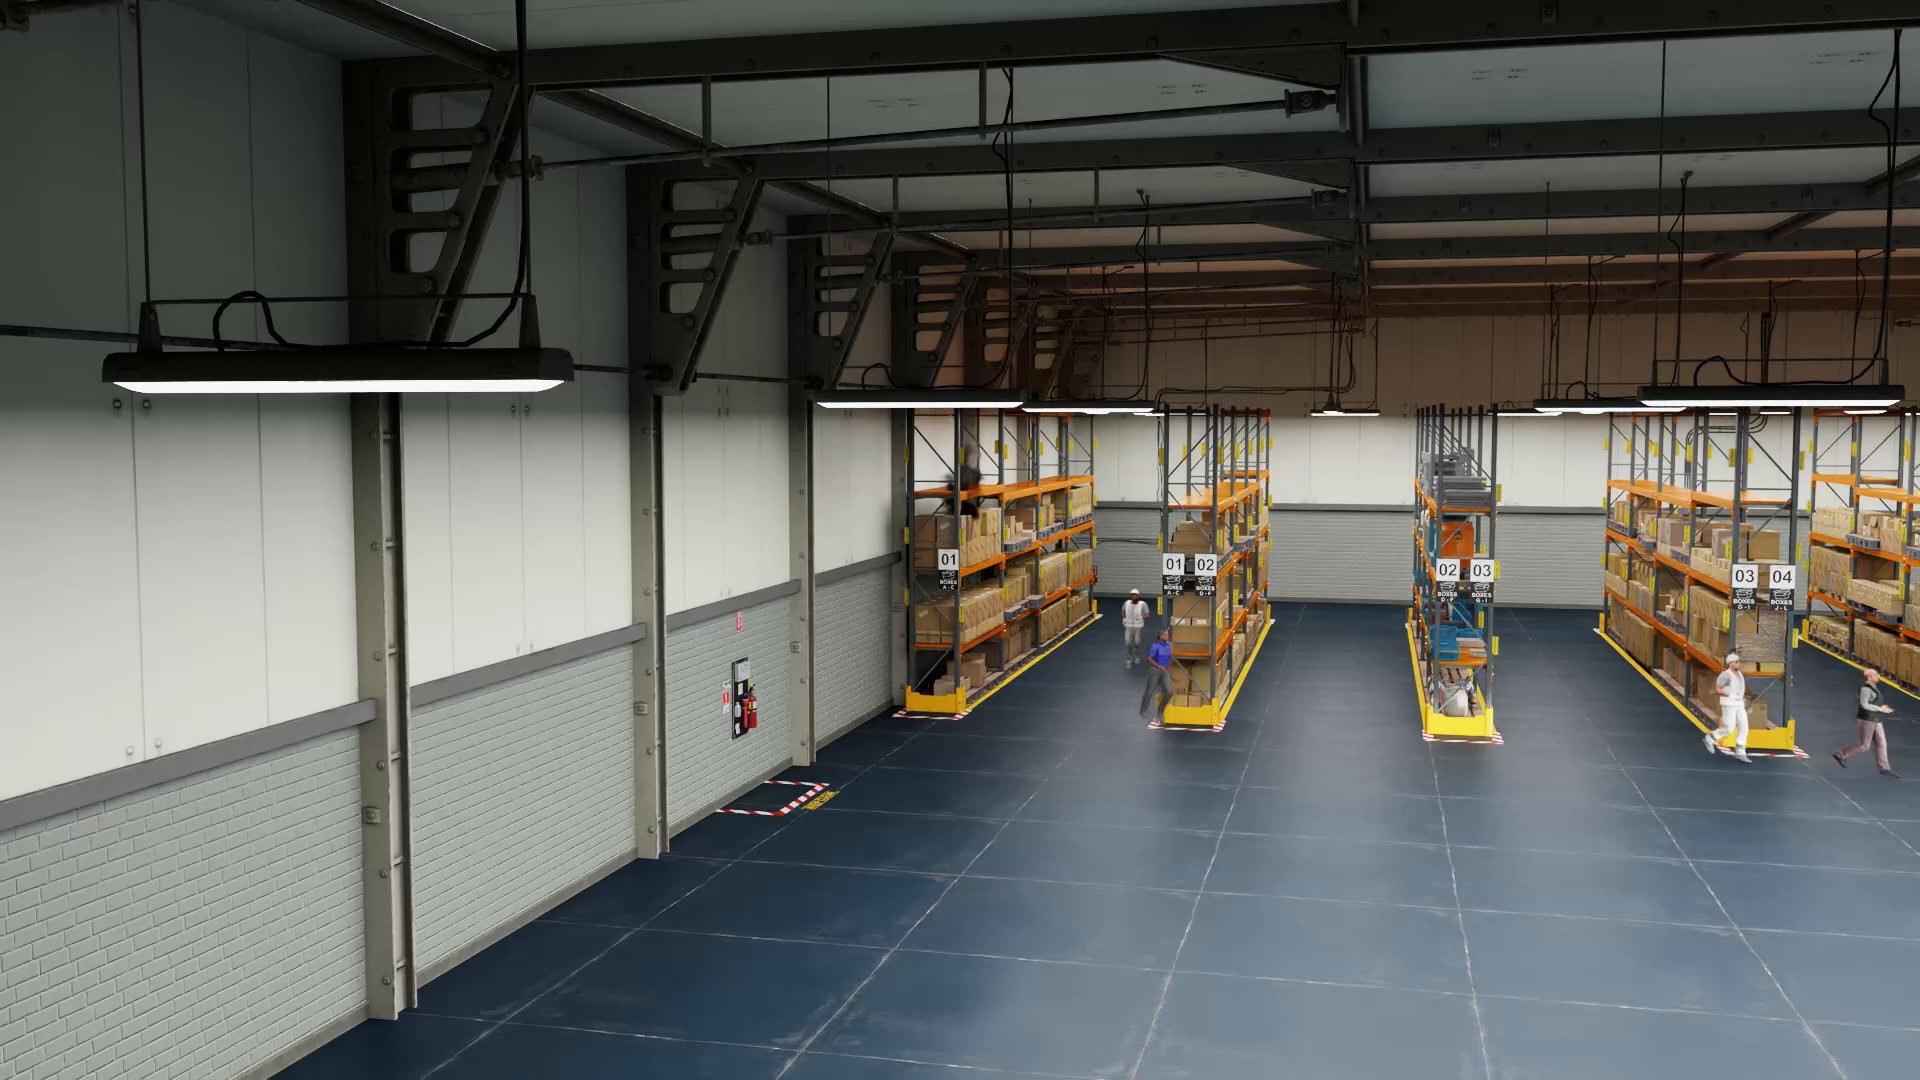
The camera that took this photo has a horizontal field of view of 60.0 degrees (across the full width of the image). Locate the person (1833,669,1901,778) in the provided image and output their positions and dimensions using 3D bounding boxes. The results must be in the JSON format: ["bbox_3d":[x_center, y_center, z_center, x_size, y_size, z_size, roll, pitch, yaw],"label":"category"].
[{"bbox_3d":[14.536,2.914,26.620,0.965,1.722,0.666,4,6,42],"label":"person"}]

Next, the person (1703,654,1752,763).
[{"bbox_3d":[12.927,2.804,27.933,0.676,1.802,0.837,-3,5,-33],"label":"person"}]

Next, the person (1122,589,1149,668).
[{"bbox_3d":[4.040,2.061,38.397,0.679,1.867,0.699,1,4,17],"label":"person"}]

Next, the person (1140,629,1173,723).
[{"bbox_3d":[3.638,2.457,30.067,0.634,1.670,0.612,-3,5,-31],"label":"person"}]
